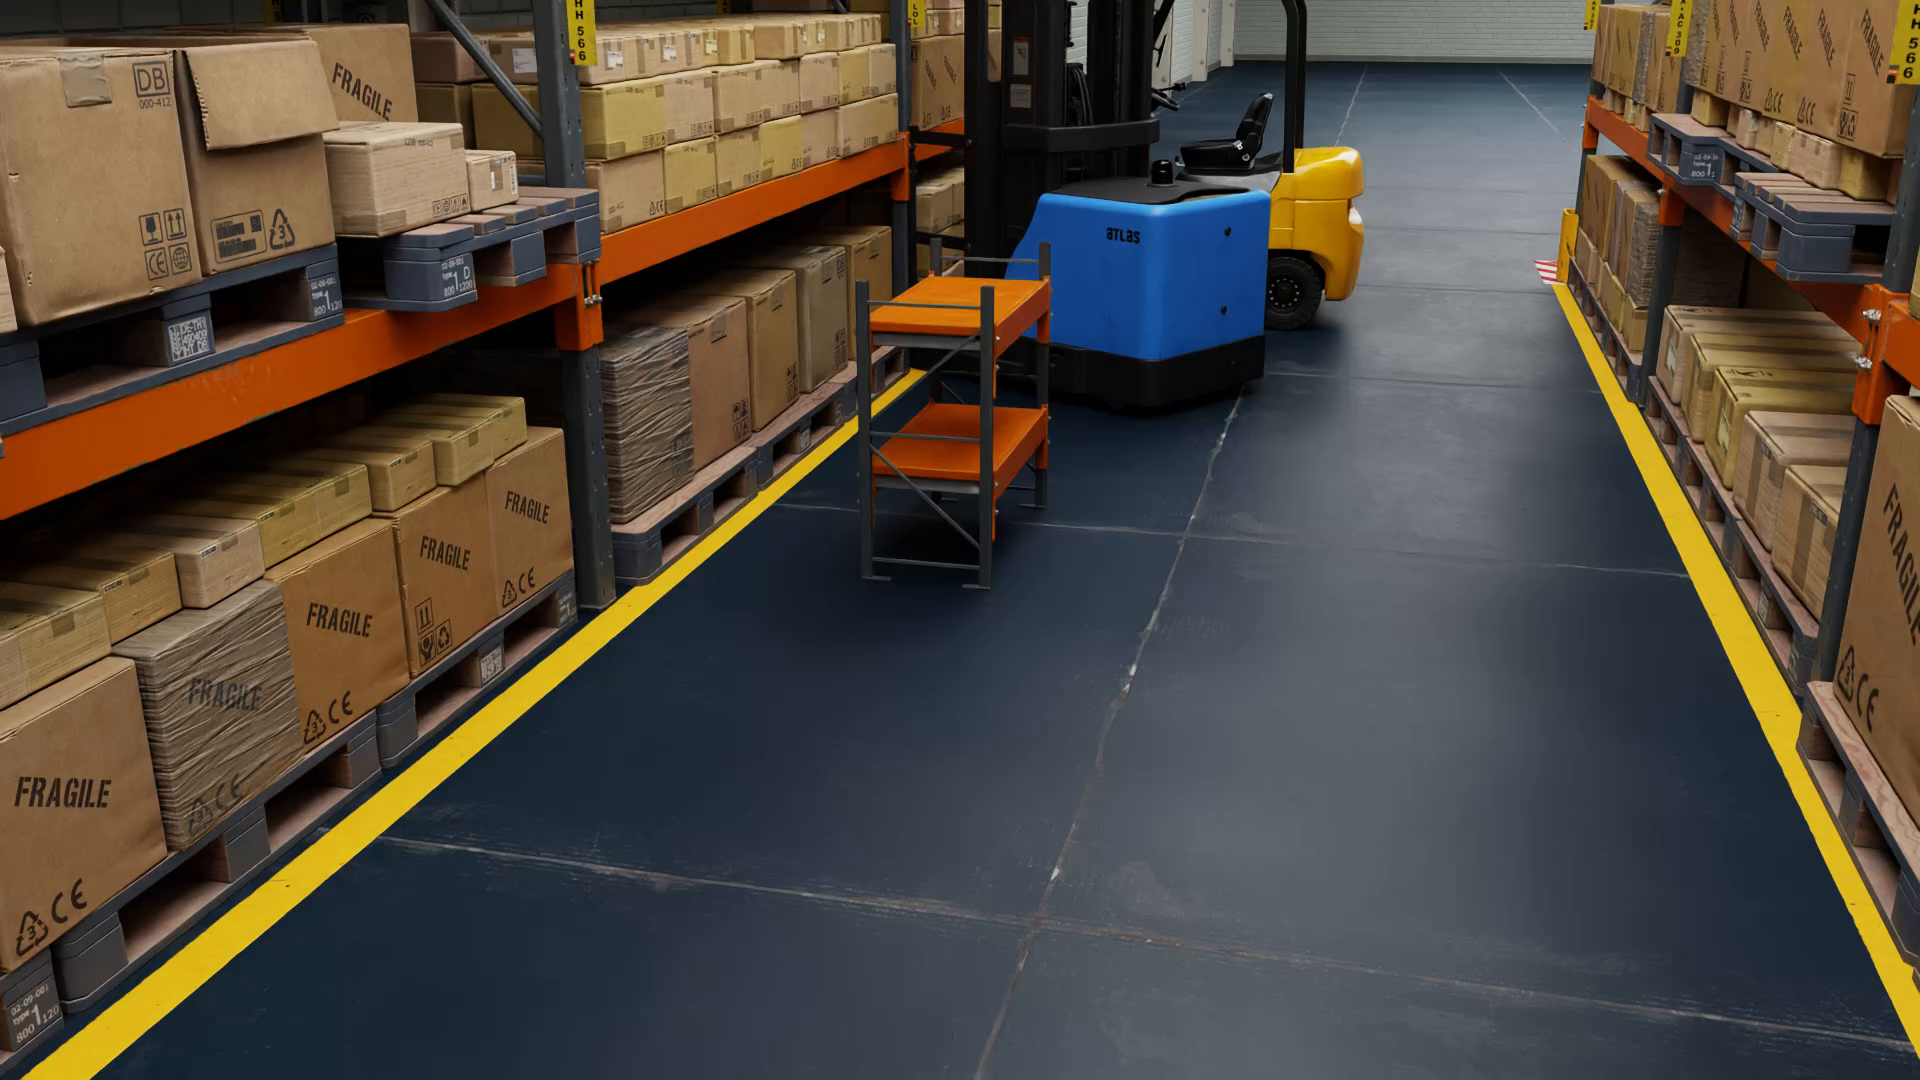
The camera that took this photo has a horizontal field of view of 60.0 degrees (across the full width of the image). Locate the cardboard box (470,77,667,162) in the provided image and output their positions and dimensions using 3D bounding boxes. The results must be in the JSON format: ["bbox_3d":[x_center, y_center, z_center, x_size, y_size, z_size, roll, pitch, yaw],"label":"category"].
[{"bbox_3d":[-1.376,-1.501,5.901,0.500,0.250,0.500,5,19,13],"label":"cardboard box"}]

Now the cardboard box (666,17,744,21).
[{"bbox_3d":[-1.283,-2.493,8.187,0.380,0.149,0.250,4,19,13],"label":"cardboard box"}]

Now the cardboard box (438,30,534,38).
[{"bbox_3d":[-1.784,-1.857,6.327,0.380,0.149,0.250,5,19,13],"label":"cardboard box"}]

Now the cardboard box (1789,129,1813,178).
[{"bbox_3d":[3.003,-1.279,5.530,0.380,0.149,0.250,4,19,11],"label":"cardboard box"}]

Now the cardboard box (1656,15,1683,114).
[{"bbox_3d":[3.913,-2.428,8.540,0.500,0.500,0.500,4,19,12],"label":"cardboard box"}]

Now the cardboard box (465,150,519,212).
[{"bbox_3d":[-1.534,-1.062,4.894,0.380,0.149,0.250,5,19,14],"label":"cardboard box"}]

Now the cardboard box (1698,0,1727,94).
[{"bbox_3d":[3.531,-2.186,7.183,0.500,0.500,0.500,5,19,14],"label":"cardboard box"}]

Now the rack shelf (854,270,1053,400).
[{"bbox_3d":[-0.002,-0.807,6.405,0.538,0.278,1.000,5,19,13],"label":"rack shelf"}]

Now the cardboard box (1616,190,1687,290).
[{"bbox_3d":[4.053,-1.700,9.467,0.500,0.500,0.500,5,19,14],"label":"cardboard box"}]

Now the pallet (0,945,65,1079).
[{"bbox_3d":[-2.561,1.097,3.148,1.003,0.211,1.213,5,19,13],"label":"pallet"}]

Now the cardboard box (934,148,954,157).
[{"bbox_3d":[-0.343,-2.648,11.856,0.500,0.250,0.500,5,19,13],"label":"cardboard box"}]

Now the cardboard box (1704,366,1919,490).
[{"bbox_3d":[3.580,-0.428,6.715,0.950,0.372,0.625,5,20,15],"label":"cardboard box"}]

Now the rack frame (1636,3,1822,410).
[{"bbox_3d":[4.046,-2.081,8.139,1.000,3.000,0.127,5,19,13],"label":"rack frame"}]

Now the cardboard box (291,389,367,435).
[{"bbox_3d":[-2.175,-0.402,5.438,0.380,0.149,0.250,6,20,16],"label":"cardboard box"}]

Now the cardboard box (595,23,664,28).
[{"bbox_3d":[-1.506,-2.173,7.250,0.380,0.149,0.250,5,20,15],"label":"cardboard box"}]

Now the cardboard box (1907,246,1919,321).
[{"bbox_3d":[2.705,-0.623,4.102,0.500,0.250,0.500,4,19,12],"label":"cardboard box"}]

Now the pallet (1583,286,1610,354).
[{"bbox_3d":[4.472,-1.358,10.337,1.003,0.211,1.213,5,19,13],"label":"pallet"}]

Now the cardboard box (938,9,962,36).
[{"bbox_3d":[-0.205,-3.142,10.087,0.380,0.149,0.250,5,20,15],"label":"cardboard box"}]

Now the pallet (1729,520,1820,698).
[{"bbox_3d":[3.261,0.248,5.636,1.003,0.211,1.213,5,19,13],"label":"pallet"}]

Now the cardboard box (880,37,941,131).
[{"bbox_3d":[-0.407,-2.638,9.614,0.500,0.500,0.500,4,19,12],"label":"cardboard box"}]

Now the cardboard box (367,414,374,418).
[{"bbox_3d":[-2.120,-0.124,5.627,0.500,0.500,0.500,5,20,15],"label":"cardboard box"}]

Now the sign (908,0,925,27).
[{"bbox_3d":[-0.240,-2.942,8.993,0.100,0.325,0.005,5,19,13],"label":"sign"}]

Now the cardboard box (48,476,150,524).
[{"bbox_3d":[-2.423,-0.073,4.475,0.380,0.149,0.250,4,19,12],"label":"cardboard box"}]

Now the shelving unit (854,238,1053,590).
[{"bbox_3d":[-0.002,-0.530,6.500,0.538,1.125,1.048,5,19,13],"label":"shelving unit"}]

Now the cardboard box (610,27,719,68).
[{"bbox_3d":[-1.196,-1.979,6.684,0.380,0.149,0.250,5,19,14],"label":"cardboard box"}]

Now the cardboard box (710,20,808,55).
[{"bbox_3d":[-0.920,-2.299,7.618,0.380,0.149,0.250,5,19,14],"label":"cardboard box"}]

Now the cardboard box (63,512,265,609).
[{"bbox_3d":[-1.972,0.047,4.122,0.380,0.149,0.250,4,19,11],"label":"cardboard box"}]

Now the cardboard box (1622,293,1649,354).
[{"bbox_3d":[3.930,-1.185,9.120,0.500,0.250,0.500,6,20,16],"label":"cardboard box"}]

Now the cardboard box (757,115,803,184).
[{"bbox_3d":[-1.025,-1.748,7.398,0.500,0.250,0.500,5,20,15],"label":"cardboard box"}]

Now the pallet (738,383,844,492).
[{"bbox_3d":[-1.207,-0.535,7.926,1.003,0.211,1.213,5,19,13],"label":"pallet"}]

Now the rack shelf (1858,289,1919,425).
[{"bbox_3d":[2.580,0.140,2.750,1.077,0.370,4.000,5,19,13],"label":"rack shelf"}]

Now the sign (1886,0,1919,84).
[{"bbox_3d":[2.540,-1.378,4.411,0.100,0.325,0.005,5,19,13],"label":"sign"}]

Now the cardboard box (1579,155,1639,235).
[{"bbox_3d":[4.553,-2.349,11.367,0.500,0.500,0.500,4,19,12],"label":"cardboard box"}]

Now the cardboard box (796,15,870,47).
[{"bbox_3d":[-0.682,-2.619,8.557,0.380,0.149,0.250,4,19,13],"label":"cardboard box"}]

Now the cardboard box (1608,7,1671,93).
[{"bbox_3d":[4.392,-3.074,10.431,0.500,0.500,0.500,4,19,12],"label":"cardboard box"}]

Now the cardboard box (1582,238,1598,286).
[{"bbox_3d":[4.426,-1.842,11.043,0.500,0.250,0.500,5,20,15],"label":"cardboard box"}]

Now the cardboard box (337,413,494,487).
[{"bbox_3d":[-1.657,-0.278,5.075,0.380,0.149,0.250,4,19,11],"label":"cardboard box"}]

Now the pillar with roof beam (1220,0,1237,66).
[{"bbox_3d":[10.669,-15.480,38.088,9.100,9.000,0.400,5,19,13],"label":"pillar with roof beam"}]

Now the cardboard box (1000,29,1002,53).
[{"bbox_3d":[0.083,-3.275,11.481,0.500,0.500,0.500,4,19,12],"label":"cardboard box"}]

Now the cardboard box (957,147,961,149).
[{"bbox_3d":[0.280,-2.767,12.204,0.500,0.250,0.500,5,19,14],"label":"cardboard box"}]

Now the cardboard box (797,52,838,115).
[{"bbox_3d":[-0.890,-2.142,7.776,0.500,0.250,0.500,5,19,14],"label":"cardboard box"}]

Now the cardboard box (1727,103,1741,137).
[{"bbox_3d":[3.436,-1.763,6.947,0.380,0.149,0.250,5,19,14],"label":"cardboard box"}]

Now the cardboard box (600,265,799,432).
[{"bbox_3d":[-1.264,-0.904,7.717,0.875,0.625,0.625,4,19,11],"label":"cardboard box"}]

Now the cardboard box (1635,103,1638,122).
[{"bbox_3d":[4.165,-2.483,9.706,0.380,0.149,0.250,4,19,12],"label":"cardboard box"}]

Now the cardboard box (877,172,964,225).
[{"bbox_3d":[-0.211,-2.129,10.337,0.500,0.250,0.500,5,19,13],"label":"cardboard box"}]

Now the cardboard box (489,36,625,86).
[{"bbox_3d":[-1.382,-1.649,5.716,0.380,0.149,0.250,5,20,15],"label":"cardboard box"}]

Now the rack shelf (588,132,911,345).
[{"bbox_3d":[-1.257,-1.504,7.564,1.077,0.370,4.000,5,19,13],"label":"rack shelf"}]

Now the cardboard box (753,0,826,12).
[{"bbox_3d":[-0.983,-3.091,9.477,0.380,0.149,0.250,5,19,14],"label":"cardboard box"}]

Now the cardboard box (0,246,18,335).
[{"bbox_3d":[-2.011,-0.505,3.082,0.396,0.266,0.258,6,20,16],"label":"cardboard box"}]

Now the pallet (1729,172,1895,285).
[{"bbox_3d":[3.139,-0.968,5.178,1.213,0.211,1.003,5,19,13],"label":"pallet"}]

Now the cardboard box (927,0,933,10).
[{"bbox_3d":[-0.373,-3.213,9.835,0.380,0.149,0.250,4,19,12],"label":"cardboard box"}]

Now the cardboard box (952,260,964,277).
[{"bbox_3d":[-0.220,-1.655,10.497,0.500,0.250,0.500,4,19,12],"label":"cardboard box"}]

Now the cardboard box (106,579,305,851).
[{"bbox_3d":[-2.007,0.400,4.093,0.500,0.500,0.500,4,19,11],"label":"cardboard box"}]

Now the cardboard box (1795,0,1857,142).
[{"bbox_3d":[3.026,-1.541,5.295,0.500,0.500,0.500,4,19,13],"label":"cardboard box"}]

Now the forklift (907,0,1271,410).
[{"bbox_3d":[0.258,-2.444,9.309,3.031,2.935,1.130,18,26,42],"label":"forklift"}]

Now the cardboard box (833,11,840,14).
[{"bbox_3d":[-0.911,-3.028,9.755,0.380,0.149,0.250,4,19,12],"label":"cardboard box"}]
